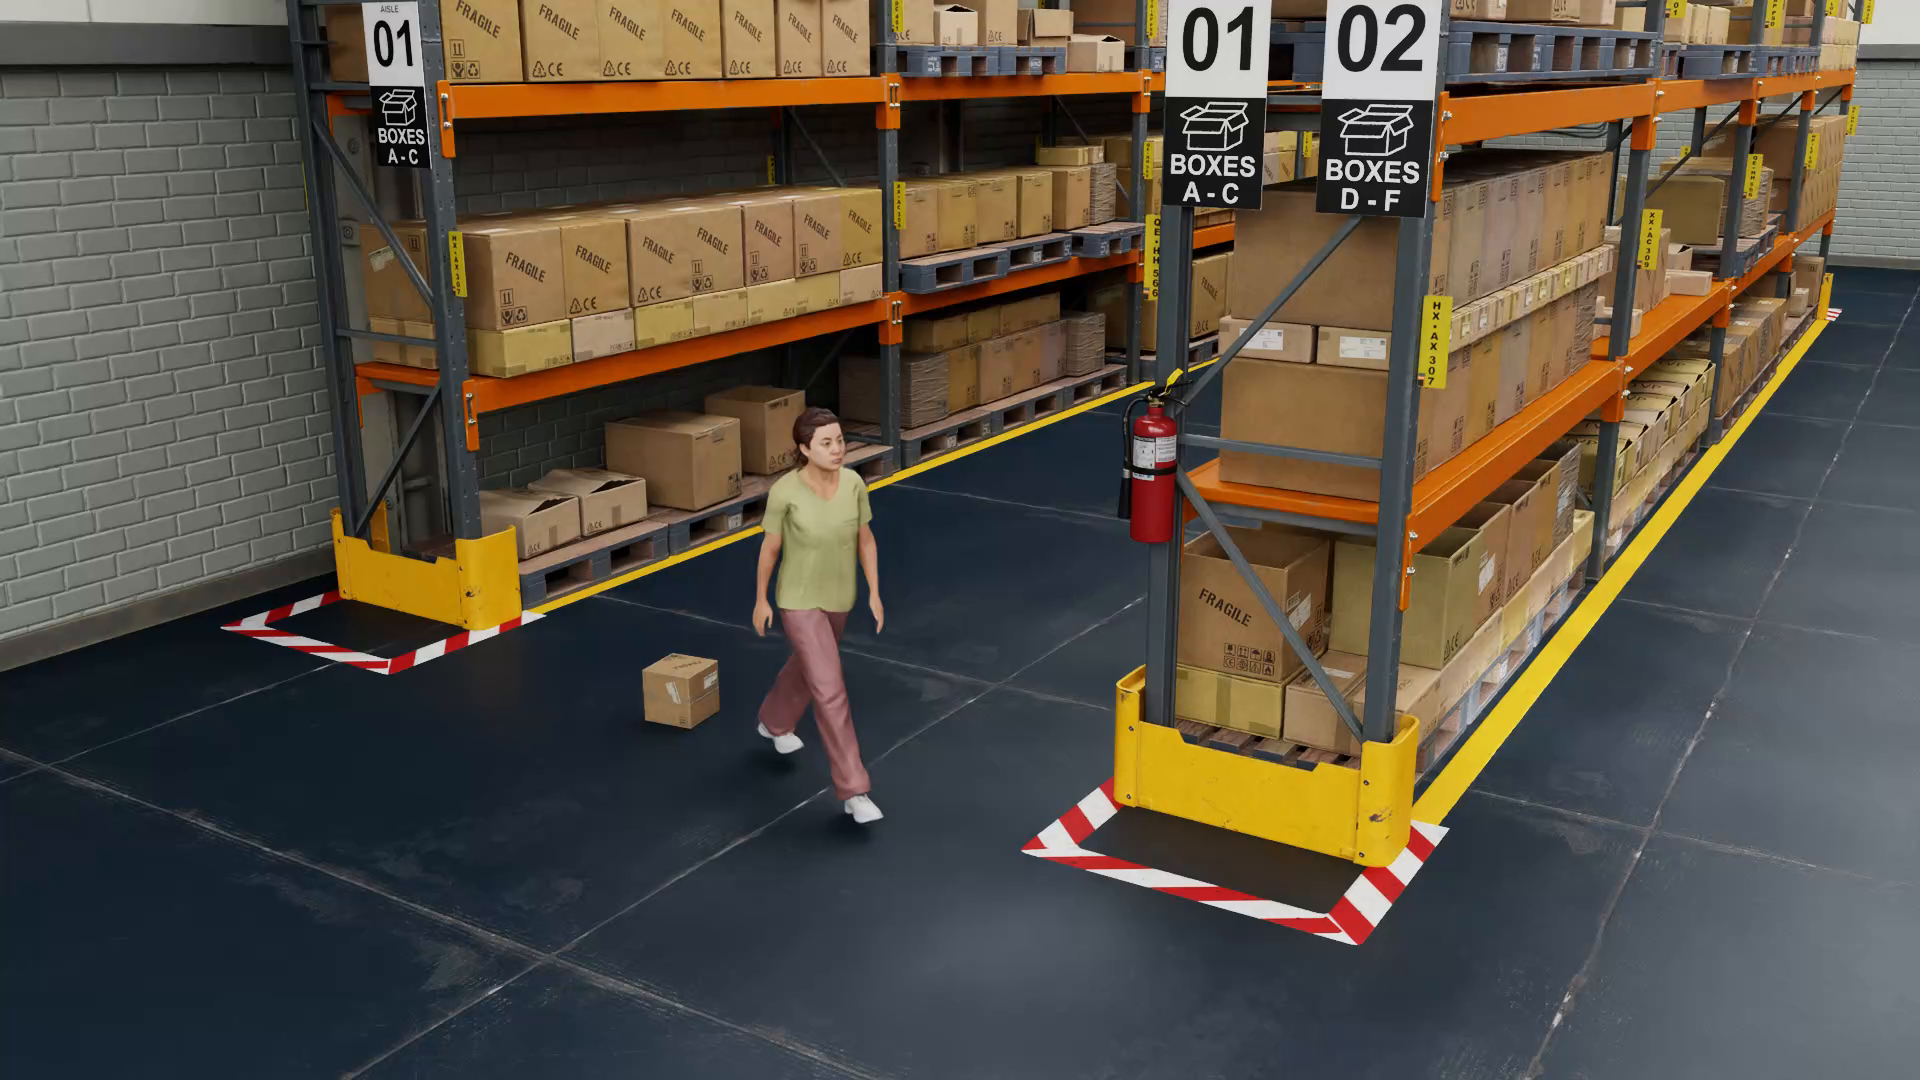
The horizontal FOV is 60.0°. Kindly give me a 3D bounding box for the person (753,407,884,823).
[{"bbox_3d":[-0.555,0.246,6.734,0.467,1.610,1.058,-12,20,-36],"label":"person"}]
